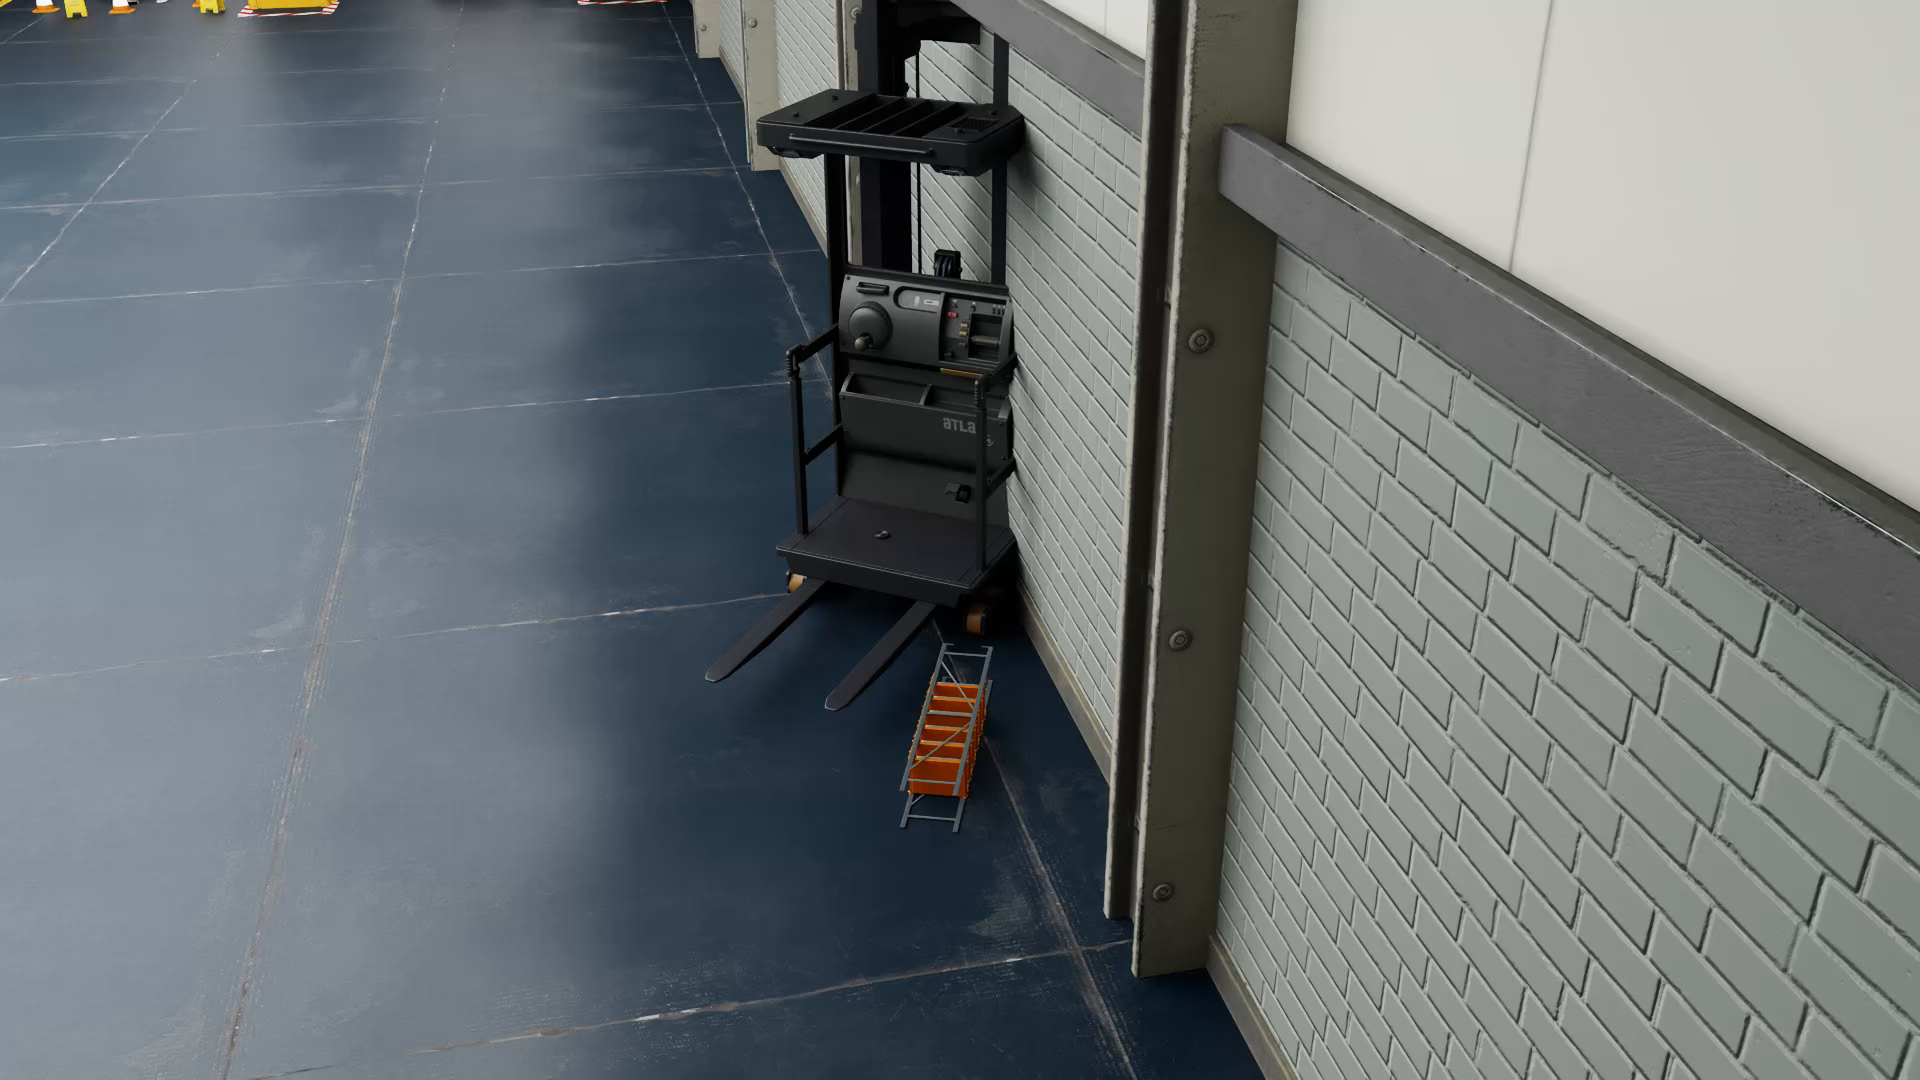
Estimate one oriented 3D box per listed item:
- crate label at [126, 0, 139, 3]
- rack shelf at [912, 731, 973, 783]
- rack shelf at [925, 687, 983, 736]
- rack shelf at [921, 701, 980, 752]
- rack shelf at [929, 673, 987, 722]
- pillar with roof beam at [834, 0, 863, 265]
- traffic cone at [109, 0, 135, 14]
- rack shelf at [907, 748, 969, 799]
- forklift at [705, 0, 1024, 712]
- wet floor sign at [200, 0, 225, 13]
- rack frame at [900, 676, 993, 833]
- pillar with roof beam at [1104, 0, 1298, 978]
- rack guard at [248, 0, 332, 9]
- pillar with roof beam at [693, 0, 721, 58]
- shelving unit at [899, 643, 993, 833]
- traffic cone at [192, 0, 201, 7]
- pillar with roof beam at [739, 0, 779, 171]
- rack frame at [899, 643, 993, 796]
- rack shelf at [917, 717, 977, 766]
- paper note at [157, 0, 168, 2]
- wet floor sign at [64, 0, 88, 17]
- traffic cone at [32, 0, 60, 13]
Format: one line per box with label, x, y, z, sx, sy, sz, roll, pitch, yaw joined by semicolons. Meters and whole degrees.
crate label;-12.813;-8.330;25.602;0.250;0.136;0.298;-23;35;-38
rack shelf;-0.073;0.935;7.183;0.258;0.180;0.103;4;27;7
rack shelf;-0.023;0.774;7.501;0.258;0.180;0.103;4;27;7
rack shelf;-0.040;0.828;7.395;0.258;0.180;0.103;4;27;7
rack shelf;-0.006;0.721;7.607;0.258;0.180;0.103;4;27;7
pillar with roof beam;-4.798;-4.715;8.605;9.100;9.000;0.400;-6;27;-12
traffic cone;-12.576;-8.137;24.857;0.336;0.463;0.334;-6;27;-12
rack shelf;-0.090;0.988;7.077;0.258;0.180;0.103;4;27;7
forklift;-0.249;-1.048;8.073;1.130;2.935;3.031;11;29;21
wet floor sign;-11.217;-8.230;24.840;0.267;0.644;0.232;3;27;6
rack frame;-0.046;0.929;7.397;0.240;0.006;1.200;4;27;7
pillar with roof beam;-3.446;-2.081;3.386;9.100;9.000;0.400;-6;27;-12
rack guard;-10.234;-8.391;25.319;1.175;0.500;0.348;-6;27;-12
pillar with roof beam;-7.503;-9.983;19.042;9.100;9.000;0.400;-6;27;-12
shelving unit;-0.046;0.848;7.356;0.258;0.189;1.200;4;27;7
traffic cone;-11.571;-8.399;25.376;0.336;0.463;0.334;-6;27;-12
pillar with roof beam;-6.151;-7.349;13.823;9.100;9.000;0.400;-6;27;-12
rack frame;-0.046;0.766;7.314;0.240;0.006;1.200;4;27;7
rack shelf;-0.056;0.881;7.289;0.258;0.180;0.103;4;27;7
paper note;-12.369;-8.361;25.780;0.148;0.019;0.142;-16;31;-29
wet floor sign;-13.081;-8.064;24.510;0.267;0.644;0.232;-11;29;-20
traffic cone;-13.753;-8.171;24.925;0.336;0.463;0.334;-6;27;-12
